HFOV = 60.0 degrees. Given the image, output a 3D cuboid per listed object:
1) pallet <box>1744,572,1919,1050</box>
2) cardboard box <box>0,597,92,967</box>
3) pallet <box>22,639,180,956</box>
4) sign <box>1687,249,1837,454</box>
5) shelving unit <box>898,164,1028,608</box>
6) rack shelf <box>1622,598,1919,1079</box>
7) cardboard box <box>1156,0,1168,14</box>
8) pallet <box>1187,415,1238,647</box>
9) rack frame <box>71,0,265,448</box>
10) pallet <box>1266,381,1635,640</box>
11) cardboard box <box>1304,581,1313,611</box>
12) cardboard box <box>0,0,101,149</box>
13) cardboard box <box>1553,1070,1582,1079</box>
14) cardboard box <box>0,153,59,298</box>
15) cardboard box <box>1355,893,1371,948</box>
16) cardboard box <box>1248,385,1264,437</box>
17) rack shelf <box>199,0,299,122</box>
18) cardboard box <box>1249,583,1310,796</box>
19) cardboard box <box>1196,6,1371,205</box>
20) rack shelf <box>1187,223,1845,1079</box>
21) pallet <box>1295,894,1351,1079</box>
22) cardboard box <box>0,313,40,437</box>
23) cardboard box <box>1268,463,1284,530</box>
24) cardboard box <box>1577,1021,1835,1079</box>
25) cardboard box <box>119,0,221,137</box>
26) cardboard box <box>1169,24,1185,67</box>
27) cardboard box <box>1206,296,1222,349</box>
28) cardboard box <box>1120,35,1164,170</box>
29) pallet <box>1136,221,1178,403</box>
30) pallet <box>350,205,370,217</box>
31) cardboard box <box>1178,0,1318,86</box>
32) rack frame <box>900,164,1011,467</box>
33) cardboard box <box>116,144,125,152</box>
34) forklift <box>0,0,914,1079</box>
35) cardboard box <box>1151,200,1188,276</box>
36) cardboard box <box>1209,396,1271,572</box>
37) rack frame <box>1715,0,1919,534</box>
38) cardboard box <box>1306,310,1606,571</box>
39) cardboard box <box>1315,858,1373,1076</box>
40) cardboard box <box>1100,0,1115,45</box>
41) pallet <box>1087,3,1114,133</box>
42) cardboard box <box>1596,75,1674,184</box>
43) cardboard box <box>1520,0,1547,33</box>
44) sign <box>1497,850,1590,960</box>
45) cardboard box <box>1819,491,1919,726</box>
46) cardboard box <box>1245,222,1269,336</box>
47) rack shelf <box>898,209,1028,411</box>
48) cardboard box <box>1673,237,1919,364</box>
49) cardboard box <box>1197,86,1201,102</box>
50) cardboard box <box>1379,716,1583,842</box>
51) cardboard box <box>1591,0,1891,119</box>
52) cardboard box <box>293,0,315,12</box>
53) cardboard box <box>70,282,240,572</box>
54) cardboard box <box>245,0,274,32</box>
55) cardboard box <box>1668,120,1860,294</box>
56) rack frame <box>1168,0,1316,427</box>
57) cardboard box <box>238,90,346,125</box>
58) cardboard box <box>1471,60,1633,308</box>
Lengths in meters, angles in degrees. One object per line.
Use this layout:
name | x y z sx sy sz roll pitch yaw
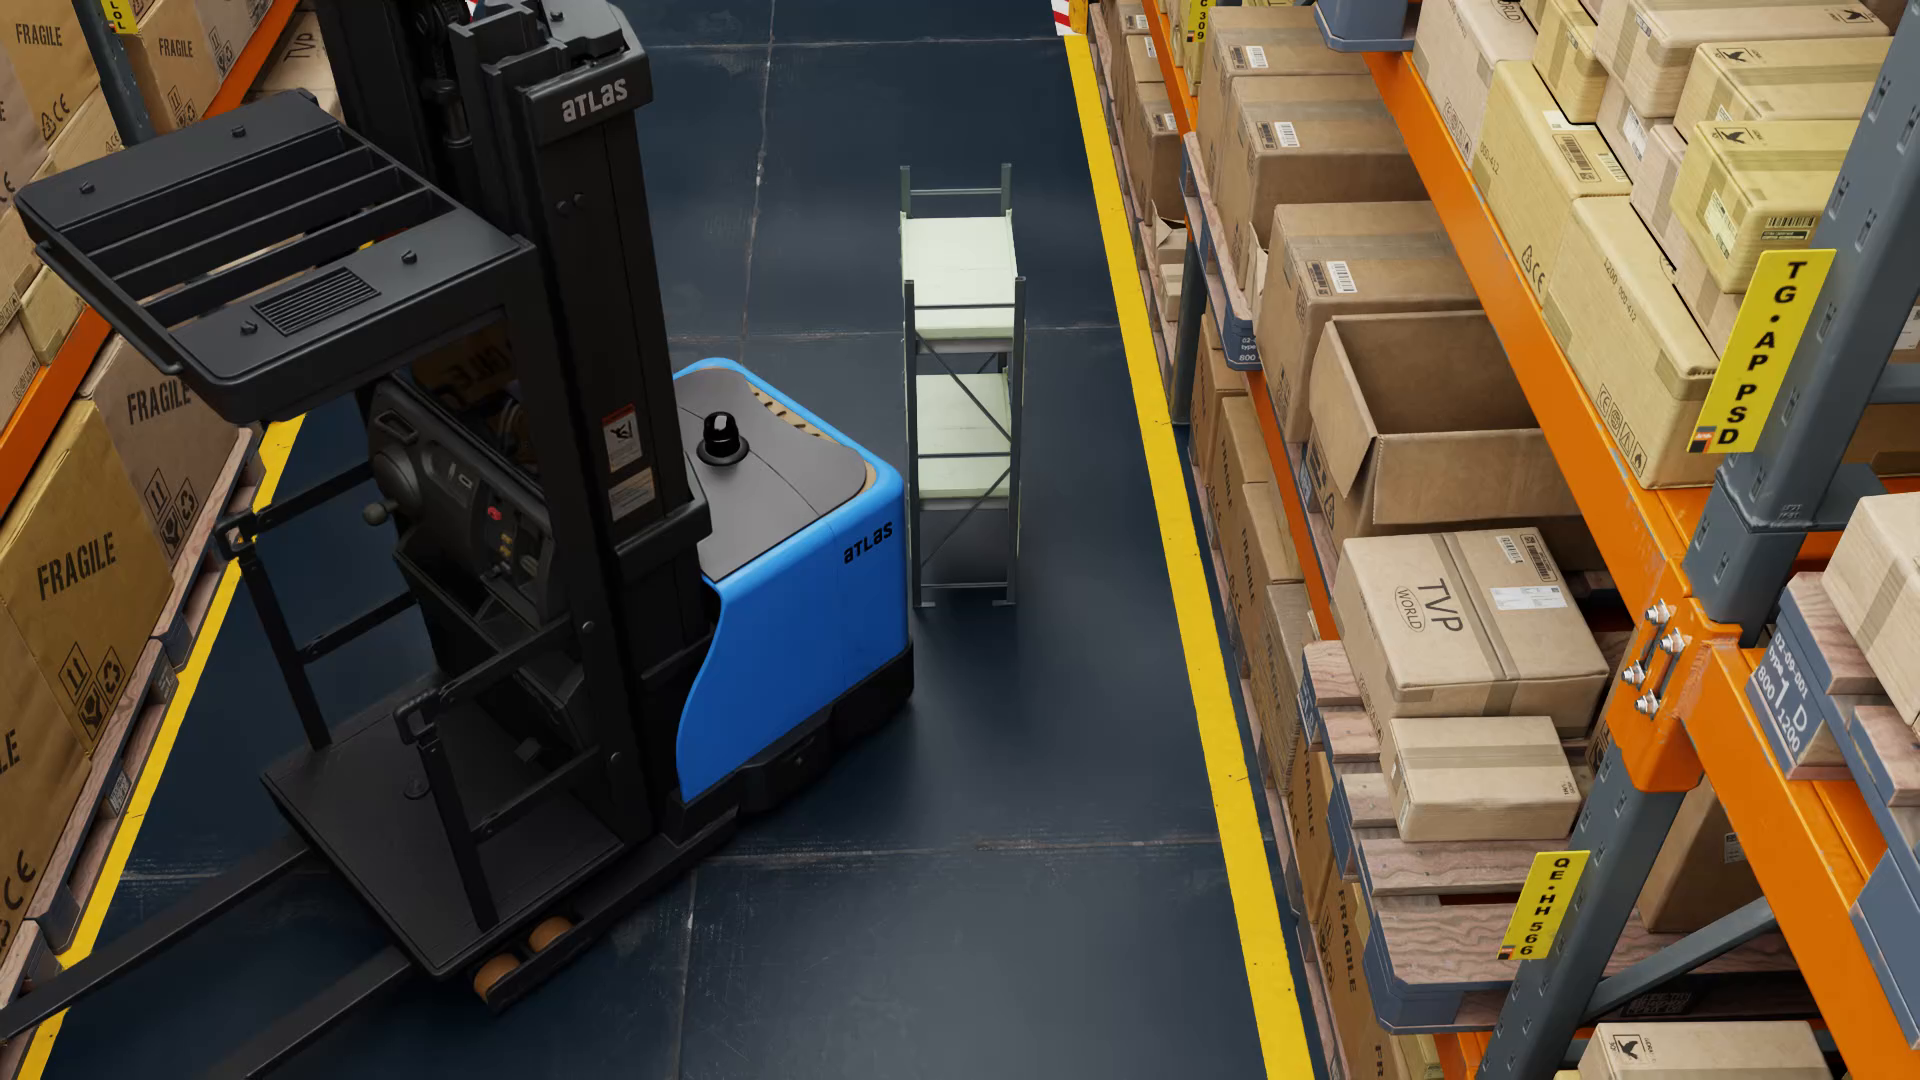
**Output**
pallet | 1.715 0.459 1.949 1.213 0.211 1.003 0 43 0
cardboard box | -3.342 0.742 4.982 0.875 0.875 0.875 -1 43 -1
pallet | -3.369 0.857 5.659 1.003 0.211 1.213 -2 43 -2
sign | 1.055 -0.242 2.192 0.100 0.325 0.005 -2 43 -2
shelving unit | 0.000 -0.548 6.238 0.431 1.500 0.755 -2 43 -2
rack shelf | 1.682 1.550 1.152 1.077 0.370 4.000 -2 43 -2
cardboard box | 1.070 -2.475 7.416 0.380 0.149 0.250 -2 43 -2
pallet | 1.499 -0.084 6.686 1.003 0.211 1.213 -2 43 -2
rack frame | -3.532 -1.515 6.183 1.000 3.000 0.127 -2 43 -2
pallet | 1.510 -0.202 4.893 1.003 0.211 1.213 -2 43 -2
cardboard box | 1.335 0.178 5.395 0.380 0.149 0.250 -1 43 -2
cardboard box | -3.262 -1.627 5.491 0.500 0.500 0.500 0 43 0
cardboard box | 1.347 1.218 2.942 0.500 0.250 0.500 -2 43 -2
cardboard box | -3.242 -1.017 5.380 0.500 0.250 0.500 -1 43 -1
cardboard box | 1.280 1.058 4.435 0.380 0.149 0.250 -4 43 -4
cardboard box | 1.288 -0.525 6.162 0.380 0.149 0.250 -4 43 -4
rack shelf | -3.617 -2.600 7.900 1.077 0.370 4.000 -2 43 -2
cardboard box | 1.288 0.486 5.539 0.500 0.500 0.500 -3 43 -3
cardboard box | 1.224 -1.519 5.803 0.700 0.500 0.500 -1 43 -1
rack shelf | 1.512 -0.045 5.112 1.077 0.370 4.000 -2 43 -2
pallet | 1.603 1.563 4.889 1.003 0.211 1.213 -2 43 -2
cardboard box | -3.238 -0.480 5.164 0.500 0.250 0.500 -3 43 -3
cardboard box | 1.286 -0.171 5.776 0.380 0.149 0.250 -2 43 -2
cardboard box | 1.316 0.988 2.899 0.380 0.149 0.250 0 43 -1
cardboard box | -3.290 -1.877 6.503 0.500 0.500 0.500 0 43 0
cardboard box | 1.093 -2.126 7.035 0.380 0.149 0.250 -1 43 -1
cardboard box | 1.177 -0.883 6.553 0.380 0.149 0.250 0 43 0
cardboard box | 1.109 -2.241 8.514 0.500 0.500 0.500 -1 43 -1
pallet | 1.399 -1.096 7.790 1.003 0.211 1.213 -2 43 -2
pallet | -3.541 -1.829 8.589 1.003 0.211 1.213 -2 43 -2
cardboard box | 1.162 -2.052 6.659 0.500 0.250 0.500 -1 43 -1
rack frame | -0.015 -0.795 6.508 0.400 1.500 0.023 -2 43 -2
cardboard box | -3.261 -1.165 5.912 0.500 0.250 0.500 -3 43 -3
forklift | -1.567 -0.030 4.614 3.031 2.935 1.130 -34 52 -31
cardboard box | 1.095 -1.416 7.788 0.396 0.266 0.258 0 43 0
cardboard box | 1.255 -0.202 6.289 0.500 0.500 0.500 -2 43 -2
rack frame | 1.597 -1.172 1.368 1.000 3.000 0.127 -2 43 -2
cardboard box | 1.343 -0.250 4.415 0.797 0.503 0.637 -3 43 -3
cardboard box | 1.354 1.189 4.772 0.500 0.500 0.500 -2 43 -2
cardboard box | 1.189 -3.180 9.536 0.797 0.503 0.637 -3 43 -3
pallet | 1.295 -2.743 9.587 1.003 0.211 1.213 -2 43 -2
cardboard box | 1.364 -0.744 2.937 0.380 0.149 0.250 -1 43 -1
cardboard box | 1.349 -1.080 3.304 0.380 0.149 0.250 -1 43 -1
sign | 1.055 0.664 3.007 0.100 0.325 0.005 -2 43 -2
cardboard box | 1.308 0.073 2.019 0.380 0.166 0.250 -2 43 -2
cardboard box | 1.103 -0.817 5.210 0.396 0.266 0.258 0 43 0
rack shelf | 0.000 -0.836 5.975 0.431 0.370 0.720 -2 43 -2
cardboard box | 1.341 -0.390 2.552 0.380 0.149 0.250 -1 43 -1
cardboard box | 1.161 -1.776 6.653 0.380 0.149 0.250 -1 43 -1
cardboard box | 1.186 0.545 3.810 0.380 0.149 0.250 -1 43 -1
cardboard box | 1.319 -0.849 2.833 0.380 0.149 0.250 -3 43 -3
cardboard box | -3.574 -2.983 9.370 0.875 0.438 0.875 -3 43 -3
cardboard box | -3.426 -0.471 6.305 0.875 0.875 0.875 0 43 0
cardboard box | -3.322 -2.552 7.241 0.500 0.500 0.500 -1 43 -2
cardboard box | 1.287 -0.491 2.441 0.380 0.149 0.250 0 43 0
rack frame | 1.427 -1.660 6.342 1.000 3.000 0.127 -2 43 -2
cardboard box | -3.490 -1.757 8.032 0.875 0.438 0.875 -3 43 -3
cardboard box | 1.311 -0.689 3.173 0.500 0.250 0.500 -2 43 -2
